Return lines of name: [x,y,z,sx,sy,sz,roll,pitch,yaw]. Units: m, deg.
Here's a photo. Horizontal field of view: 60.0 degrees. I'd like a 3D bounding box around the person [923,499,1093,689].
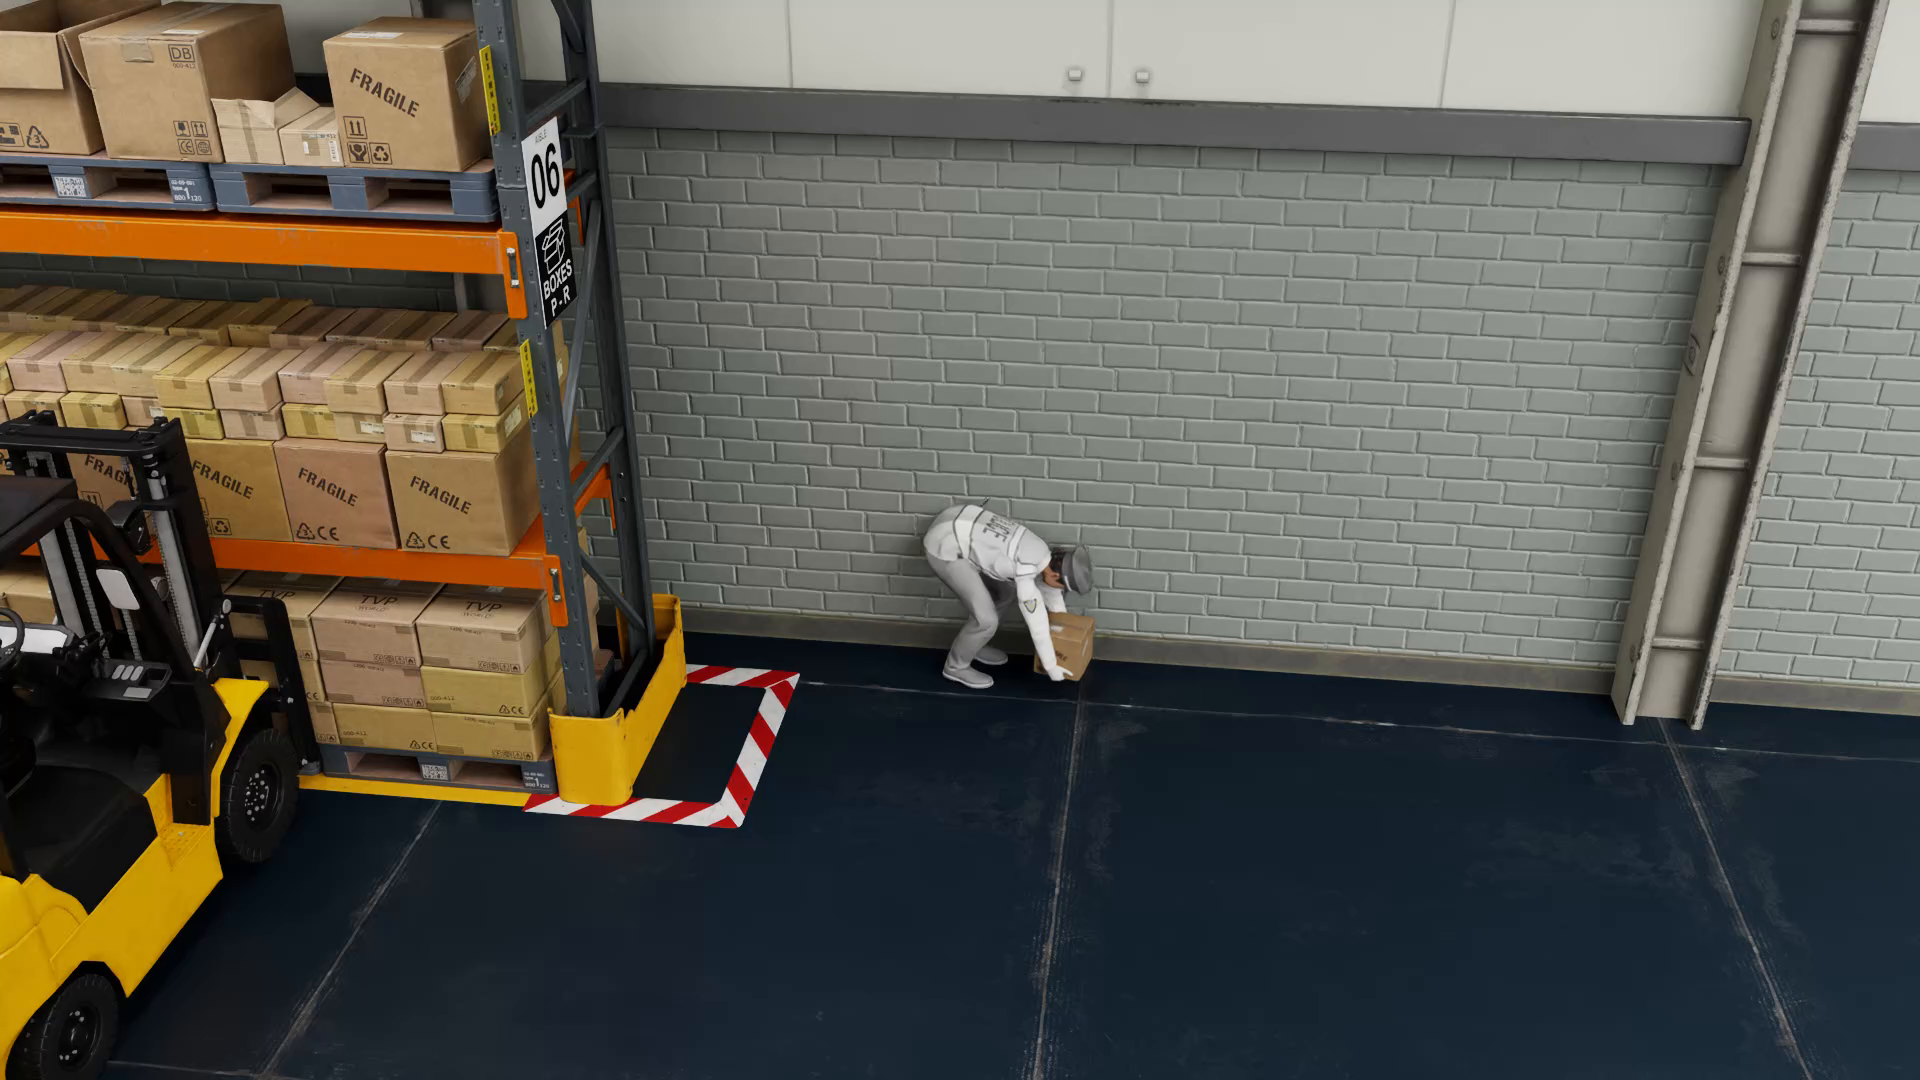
person: [0.255,0.310,8.780,0.897,0.972,0.444,8,30,15]
